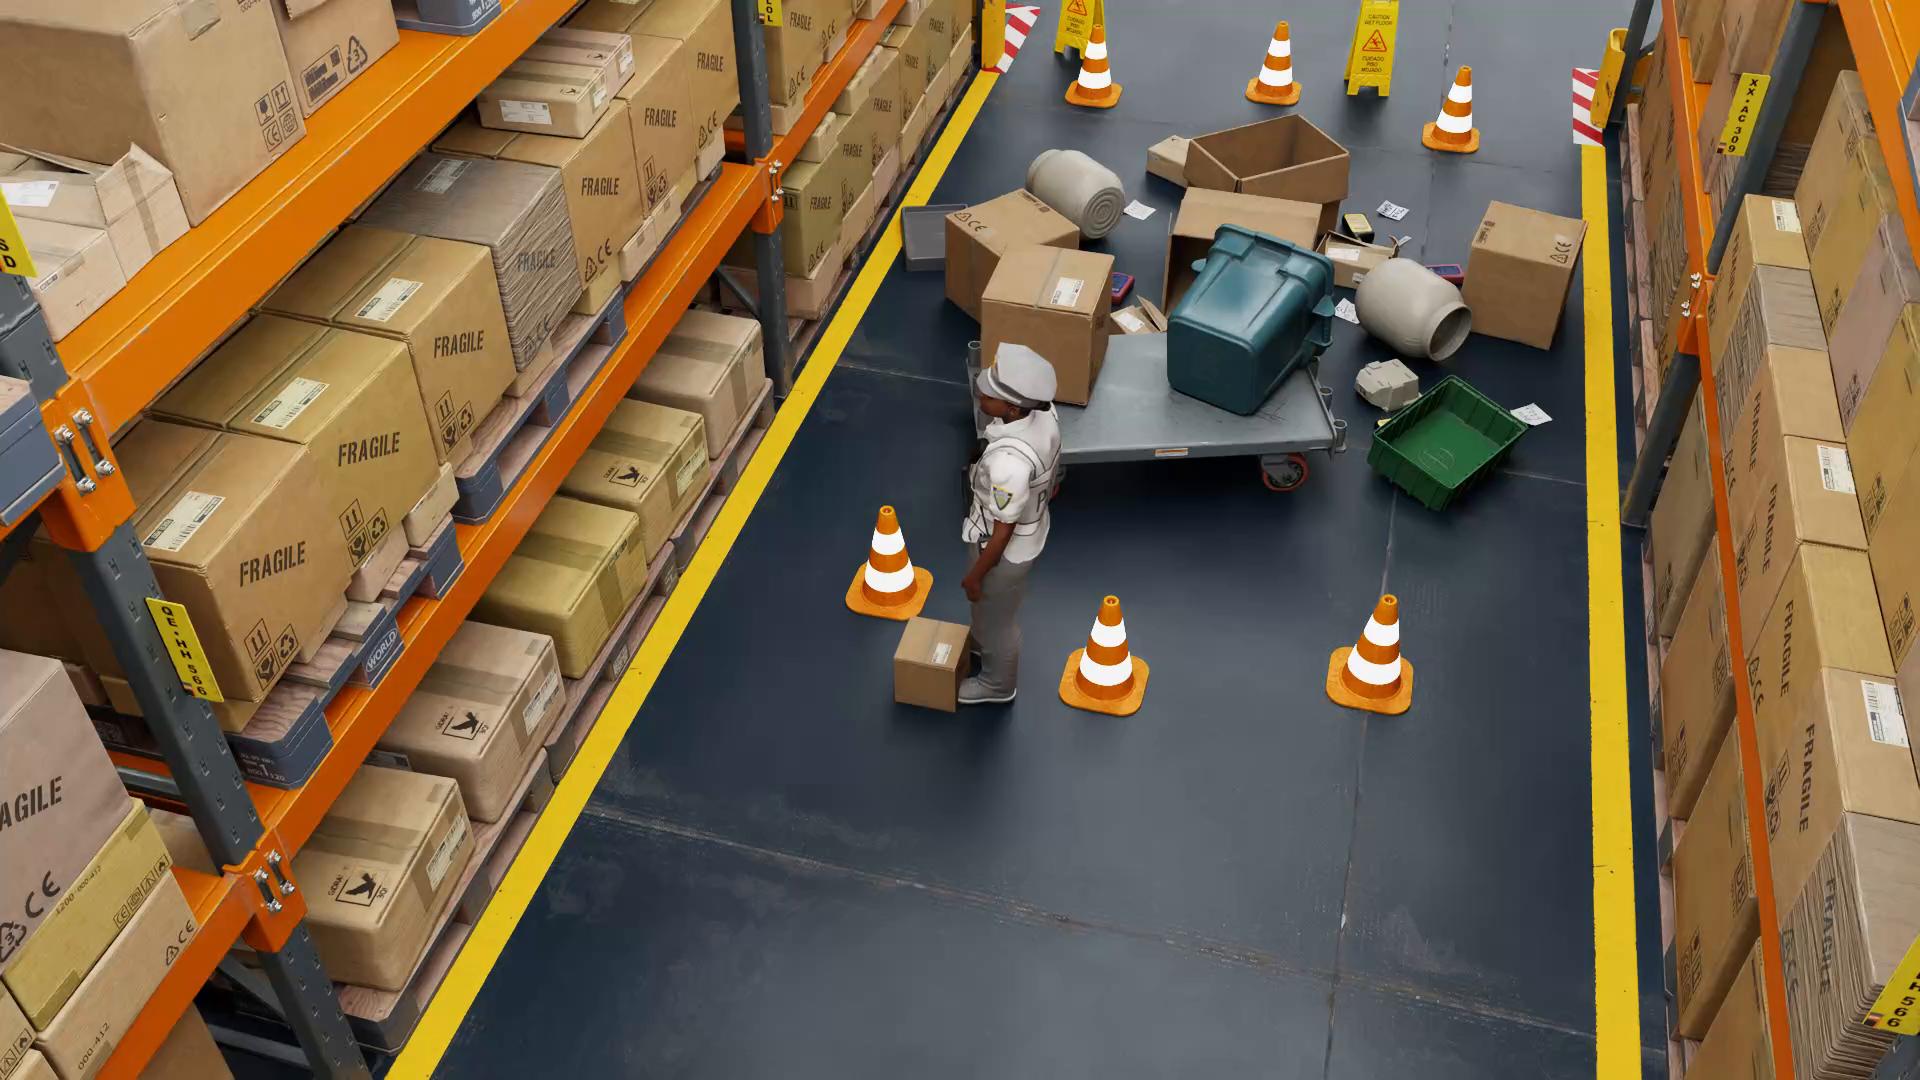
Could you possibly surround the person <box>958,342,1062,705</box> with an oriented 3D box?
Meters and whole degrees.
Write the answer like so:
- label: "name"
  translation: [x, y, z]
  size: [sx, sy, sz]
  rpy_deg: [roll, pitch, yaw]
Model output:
- label: "person"
  translation: [0.096, -0.041, 6.165]
  size: [0.528, 1.695, 0.569]
  rpy_deg: [10, 42, 11]
